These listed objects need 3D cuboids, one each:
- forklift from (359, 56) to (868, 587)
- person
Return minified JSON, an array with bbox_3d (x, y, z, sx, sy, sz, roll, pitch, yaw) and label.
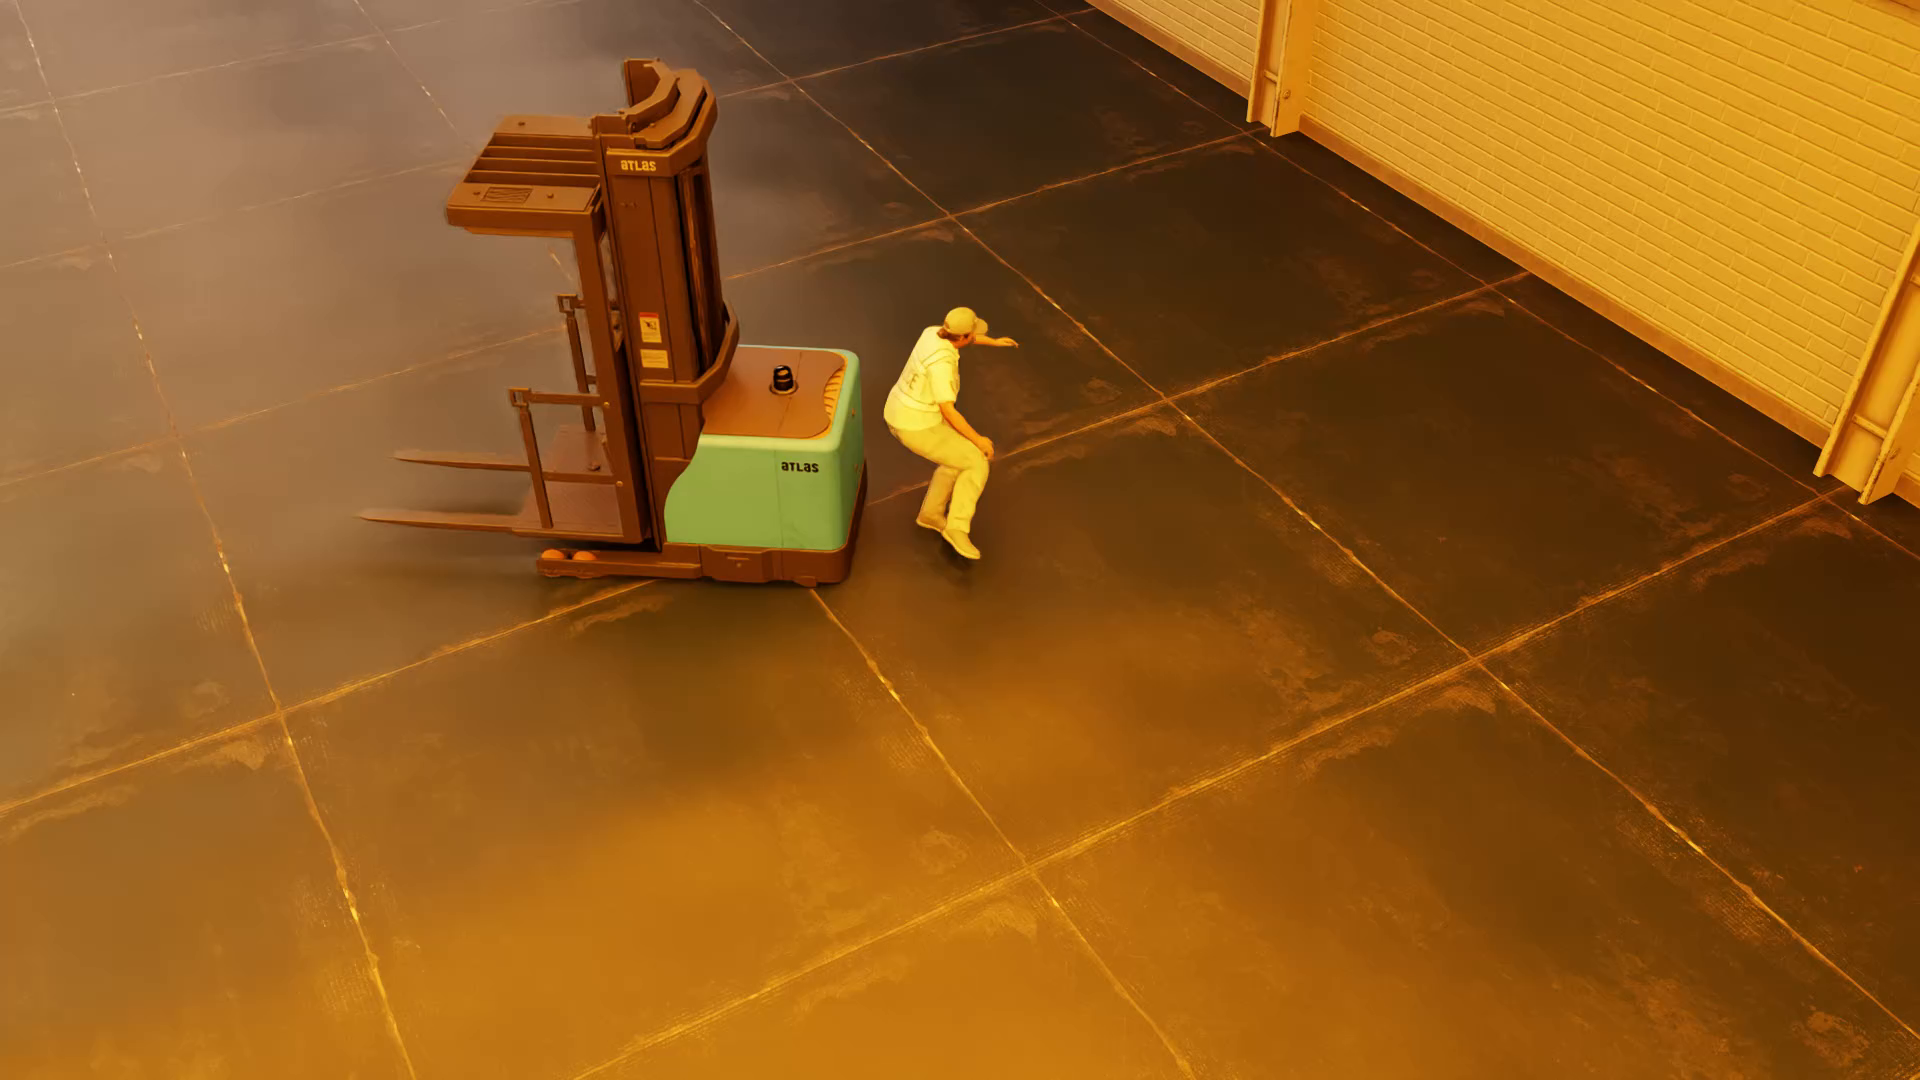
[{"bbox_3d":[-2.137,-1.227,9.515,3.031,2.935,1.130,3,40,4],"label":"forklift"},{"bbox_3d":[0.030,-0.689,10.069,0.912,1.434,1.127,-10,41,-12],"label":"person"}]
